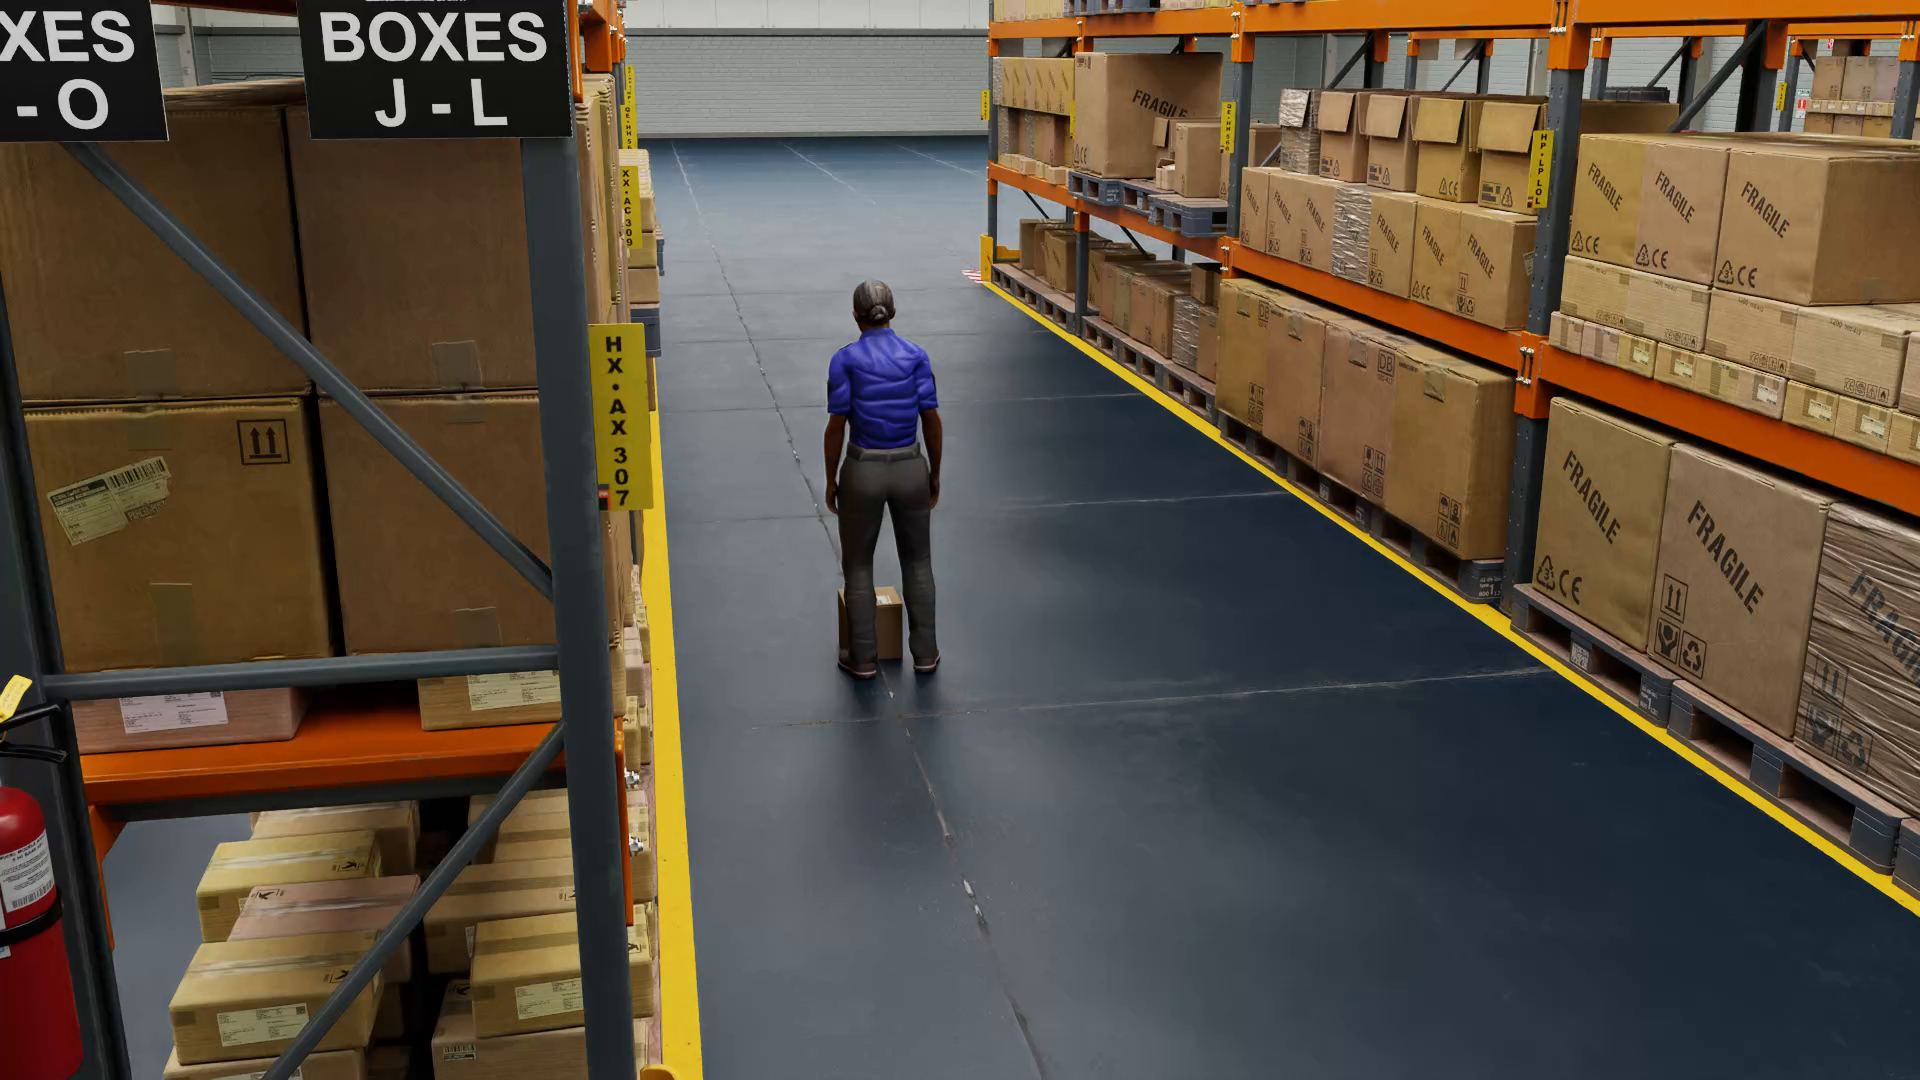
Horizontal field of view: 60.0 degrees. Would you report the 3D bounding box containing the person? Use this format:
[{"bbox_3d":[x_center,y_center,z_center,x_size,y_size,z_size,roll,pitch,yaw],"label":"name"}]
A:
[{"bbox_3d":[-0.312,-0.244,6.871,0.505,1.654,0.353,-4,17,-13],"label":"person"}]
